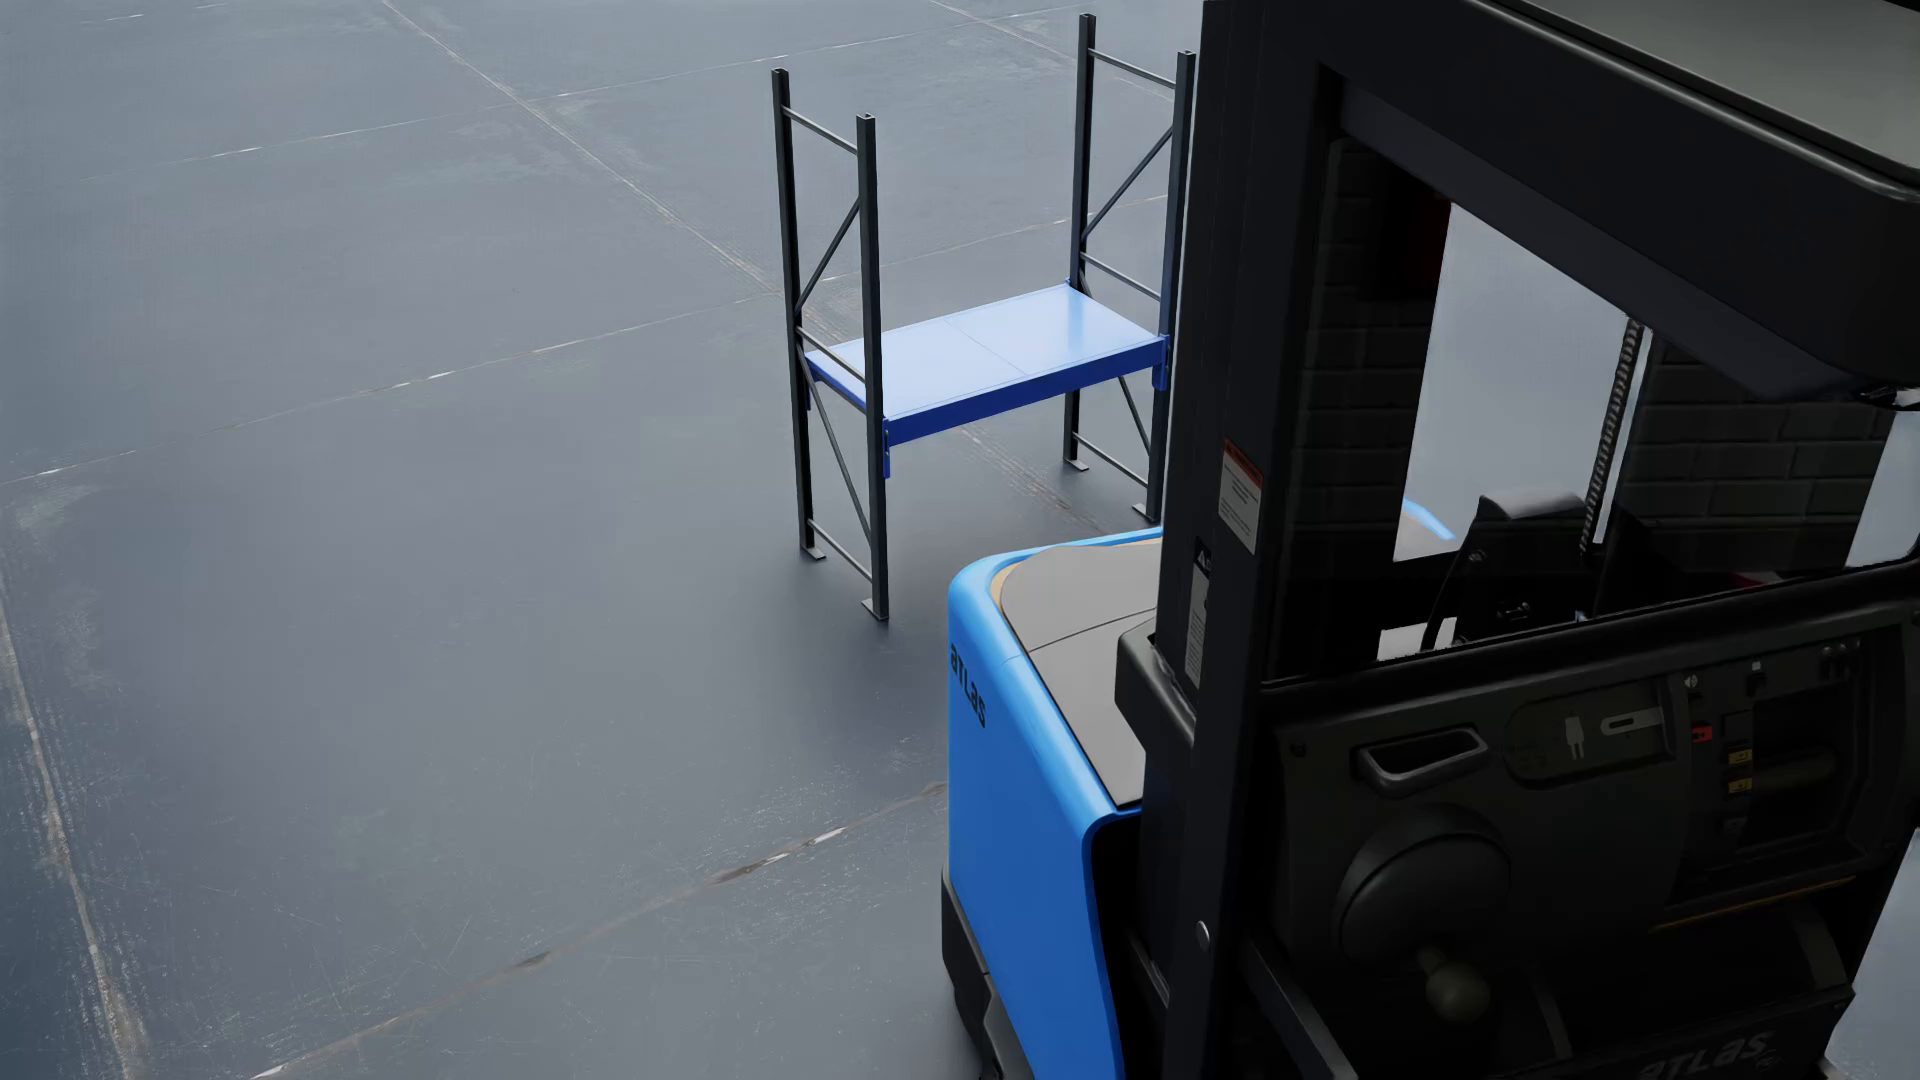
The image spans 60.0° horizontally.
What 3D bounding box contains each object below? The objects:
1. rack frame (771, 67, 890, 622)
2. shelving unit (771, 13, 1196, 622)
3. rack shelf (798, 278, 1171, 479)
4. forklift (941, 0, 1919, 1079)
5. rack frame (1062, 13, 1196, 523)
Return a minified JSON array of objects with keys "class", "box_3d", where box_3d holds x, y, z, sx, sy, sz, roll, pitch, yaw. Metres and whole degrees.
[{"class":"rack frame","box_3d":[-0.356,-0.512,4.656,0.032,1.500,0.500,-19,37,-27]},{"class":"shelving unit","box_3d":[0.072,-0.659,4.889,1.048,1.500,0.538,-19,37,-27]},{"class":"rack shelf","box_3d":[0.072,-0.507,4.985,1.000,0.185,0.538,-19,37,-27]},{"class":"forklift","box_3d":[0.884,0.381,1.899,1.130,2.935,3.031,-9,33,-15]},{"class":"rack frame","box_3d":[0.499,-0.806,5.122,0.032,1.500,0.500,-19,37,-27]}]
